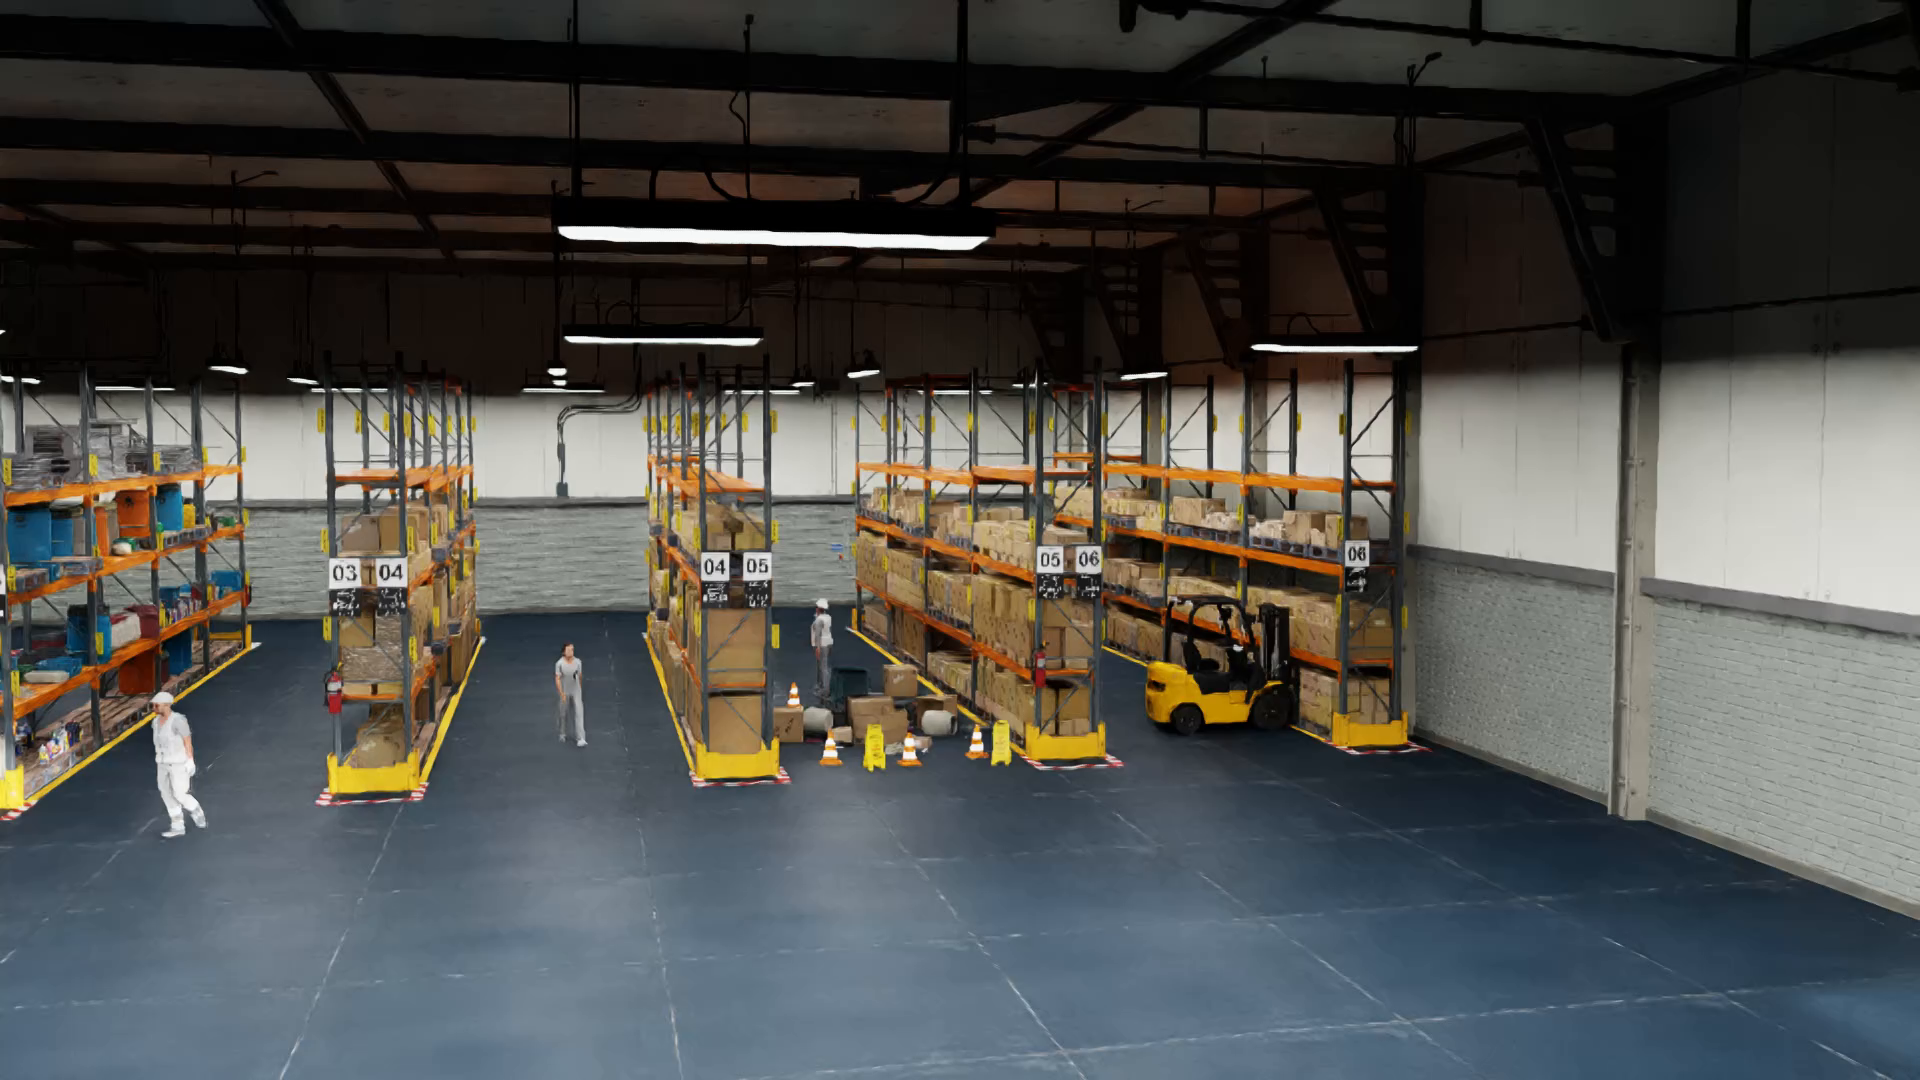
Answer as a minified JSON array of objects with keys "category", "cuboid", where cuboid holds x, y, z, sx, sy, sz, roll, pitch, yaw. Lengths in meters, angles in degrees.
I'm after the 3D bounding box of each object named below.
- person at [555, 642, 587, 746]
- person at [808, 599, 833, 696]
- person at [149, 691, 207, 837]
[{"category":"person","cuboid":[-6.104,2.381,25.954,0.444,1.601,1.016,-2,4,-21]},{"category":"person","cuboid":[-2.600,1.967,30.721,0.499,1.774,0.578,1,4,16]},{"category":"person","cuboid":[-9.530,2.710,20.244,0.589,1.779,0.572,2,4,22]}]
